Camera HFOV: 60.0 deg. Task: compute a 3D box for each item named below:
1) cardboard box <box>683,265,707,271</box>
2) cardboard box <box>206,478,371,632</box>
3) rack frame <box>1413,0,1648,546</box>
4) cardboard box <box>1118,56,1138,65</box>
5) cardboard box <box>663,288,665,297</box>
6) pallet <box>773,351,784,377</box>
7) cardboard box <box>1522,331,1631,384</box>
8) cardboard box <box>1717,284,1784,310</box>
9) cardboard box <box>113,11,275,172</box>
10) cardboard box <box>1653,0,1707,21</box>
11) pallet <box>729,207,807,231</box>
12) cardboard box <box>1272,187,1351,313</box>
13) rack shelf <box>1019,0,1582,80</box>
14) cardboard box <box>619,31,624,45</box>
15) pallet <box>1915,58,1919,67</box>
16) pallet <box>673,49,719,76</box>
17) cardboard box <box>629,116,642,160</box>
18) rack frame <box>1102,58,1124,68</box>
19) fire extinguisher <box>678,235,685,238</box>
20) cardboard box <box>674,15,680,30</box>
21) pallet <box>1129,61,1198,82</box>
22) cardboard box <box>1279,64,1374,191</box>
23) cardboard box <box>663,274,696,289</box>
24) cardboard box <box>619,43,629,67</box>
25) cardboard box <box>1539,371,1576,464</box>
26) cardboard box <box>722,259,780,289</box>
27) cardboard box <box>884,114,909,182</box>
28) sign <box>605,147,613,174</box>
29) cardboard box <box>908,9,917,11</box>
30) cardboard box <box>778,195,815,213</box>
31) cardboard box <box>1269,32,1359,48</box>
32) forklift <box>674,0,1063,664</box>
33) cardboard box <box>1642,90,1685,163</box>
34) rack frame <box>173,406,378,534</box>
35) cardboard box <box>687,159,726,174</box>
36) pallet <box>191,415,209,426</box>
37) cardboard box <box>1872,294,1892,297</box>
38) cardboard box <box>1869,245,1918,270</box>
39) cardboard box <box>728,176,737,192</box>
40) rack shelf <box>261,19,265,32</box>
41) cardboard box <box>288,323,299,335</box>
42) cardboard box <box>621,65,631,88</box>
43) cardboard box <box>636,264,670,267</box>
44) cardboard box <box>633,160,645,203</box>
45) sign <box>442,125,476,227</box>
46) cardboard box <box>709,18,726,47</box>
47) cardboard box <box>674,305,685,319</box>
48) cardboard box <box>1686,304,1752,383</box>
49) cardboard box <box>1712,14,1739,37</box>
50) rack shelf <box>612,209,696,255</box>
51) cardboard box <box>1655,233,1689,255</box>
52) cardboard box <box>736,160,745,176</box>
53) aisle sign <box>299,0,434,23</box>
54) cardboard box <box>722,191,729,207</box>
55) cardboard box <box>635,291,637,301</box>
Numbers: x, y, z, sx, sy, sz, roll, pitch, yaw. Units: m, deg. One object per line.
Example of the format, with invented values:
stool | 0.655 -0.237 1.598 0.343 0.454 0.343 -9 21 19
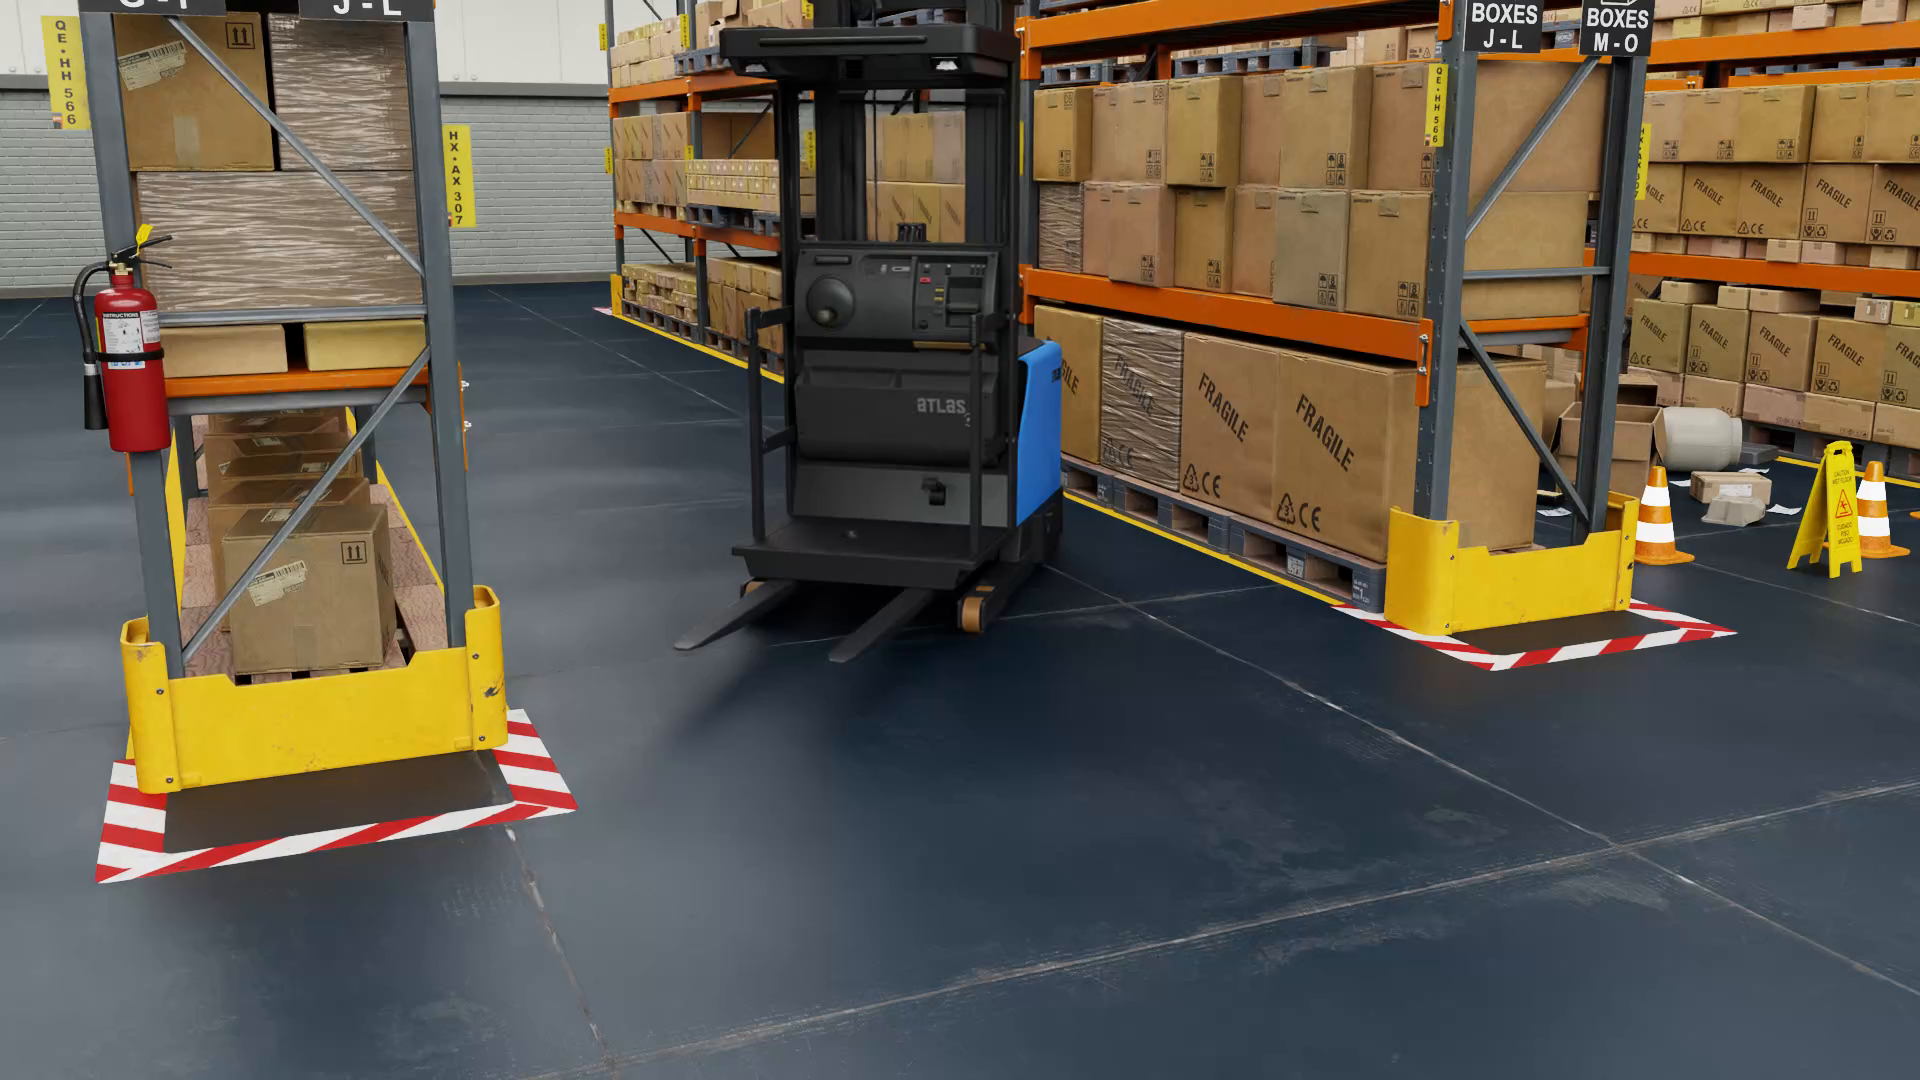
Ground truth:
cardboard box | -3.247 -3.366 20.832 0.380 0.149 0.250 -6 14 -24
cardboard box | -2.641 0.049 6.618 0.500 0.500 0.500 -2 13 -8
rack frame | 2.450 -1.140 7.145 1.000 3.000 0.127 -6 14 -23
cardboard box | 2.018 -5.553 18.925 0.396 0.266 0.258 -6 14 -23
cardboard box | -3.305 -2.953 19.707 0.380 0.149 0.250 -5 14 -20
pallet | -1.066 -1.596 15.299 1.003 0.211 1.213 -6 14 -23
cardboard box | 5.130 -1.467 13.454 0.950 0.372 0.625 -5 14 -22
cardboard box | 5.534 -1.698 11.617 0.380 0.149 0.250 -5 14 -21
cardboard box | -2.582 -1.485 5.536 0.500 0.500 0.500 -6 14 -23
cardboard box | 5.268 -3.852 11.883 0.500 0.250 0.500 -6 14 -24
pallet | -1.585 -3.105 16.059 1.003 0.211 1.213 -6 14 -23
cardboard box | 2.019 -1.398 7.924 0.875 0.550 0.550 -6 14 -23
rack shelf | 1.649 -2.664 8.673 1.077 0.370 4.000 -6 14 -23
cardboard box | -3.911 -6.068 20.121 0.380 0.149 0.250 -6 14 -23
pallet | 9.524 -4.433 15.143 0.805 0.209 1.217 -6 14 -25
pallet | -2.207 -4.852 16.947 1.213 0.211 1.003 -6 14 -23
cardboard box | -3.627 -4.797 19.844 0.500 0.500 0.500 -6 14 -24
rack frame | 2.138 -7.010 19.202 1.000 3.000 0.127 -6 14 -23
fire extinguisher | -3.637 -4.320 21.883 0.296 0.674 0.183 -6 14 -23
cardboard box | -2.848 -5.539 17.839 0.380 0.149 0.250 -5 14 -22
pallet | 2.550 -5.271 18.763 0.805 0.209 1.217 -6 14 -25
cardboard box | 2.032 -1.925 7.807 0.875 0.550 0.550 -6 14 -23
cardboard box | -3.209 -2.983 19.180 0.380 0.149 0.250 -6 14 -26
cardboard box | -3.812 -5.856 20.091 0.500 0.250 0.500 -6 14 -24
cardboard box | 3.539 -0.785 10.844 0.797 0.637 0.503 -6 14 -23
cardboard box | -2.088 -2.685 16.770 0.500 0.250 0.500 -5 14 -21
cardboard box | -0.173 -3.025 12.849 0.700 0.500 0.500 -6 14 -24
sign | -4.456 -4.819 21.118 0.100 0.325 0.005 -6 14 -23
cardboard box | -0.260 -4.085 12.262 0.500 0.311 0.500 -6 14 -24
cardboard box | -1.373 -2.936 14.528 0.380 0.149 0.250 -5 14 -22
cardboard box | 3.451 -5.042 16.189 0.797 0.503 0.637 -7 15 -26
forklift | -0.341 -1.120 7.211 1.130 2.935 3.031 4 13 15
cardboard box | 5.320 -3.005 12.102 0.700 0.500 0.500 -6 14 -24
rack frame | -3.738 -1.540 8.870 1.000 3.000 0.127 -6 14 -23
cardboard box | -2.621 -3.869 17.239 0.380 0.149 0.250 -5 14 -20
pallet | -5.028 -0.846 12.057 1.003 0.211 1.213 -6 14 -23
cardboard box | 9.366 -2.199 16.055 0.875 0.625 0.625 -6 14 -24
cardboard box | 6.023 -1.802 10.560 0.380 0.149 0.250 -6 14 -24
cardboard box | -1.992 -3.401 15.878 0.380 0.149 0.250 -6 14 -24
rack shelf | -4.539 -3.064 10.398 1.077 0.370 4.000 -6 14 -23
cardboard box | -2.538 -0.929 6.788 0.380 0.149 0.250 -6 14 -23
cardboard box | -3.807 -5.609 20.134 0.500 0.250 0.500 -5 14 -21
cardboard box | -3.840 -3.366 20.835 0.380 0.149 0.250 -5 14 -22
cardboard box | -3.610 -4.311 19.964 0.500 0.500 0.500 -5 14 -22
sign | -1.638 -1.184 5.414 0.100 0.325 0.005 -6 14 -23
cardboard box | -2.197 -5.041 16.614 0.500 0.311 0.500 -6 14 -24
cardboard box | -3.019 -2.596 18.823 0.380 0.149 0.250 -6 14 -25
cardboard box | 5.557 -1.409 11.810 0.500 0.500 0.500 -5 14 -21
cardboard box | 5.497 -3.587 11.620 0.380 0.149 0.250 -6 14 -23
rack shelf | -3.158 -3.682 19.723 1.077 0.370 4.000 -6 14 -23
cardboard box | 5.324 -2.171 12.154 0.380 0.149 0.250 -5 14 -21
cardboard box | -1.887 -3.492 15.614 0.380 0.149 0.250 -5 14 -20
aisle sign | -1.836 -1.994 5.068 0.394 0.787 0.004 -6 14 -23
cardboard box | -2.093 -3.310 16.143 0.380 0.149 0.250 -6 14 -24
cardboard box | -3.863 -3.078 20.907 0.380 0.149 0.250 -6 14 -23
